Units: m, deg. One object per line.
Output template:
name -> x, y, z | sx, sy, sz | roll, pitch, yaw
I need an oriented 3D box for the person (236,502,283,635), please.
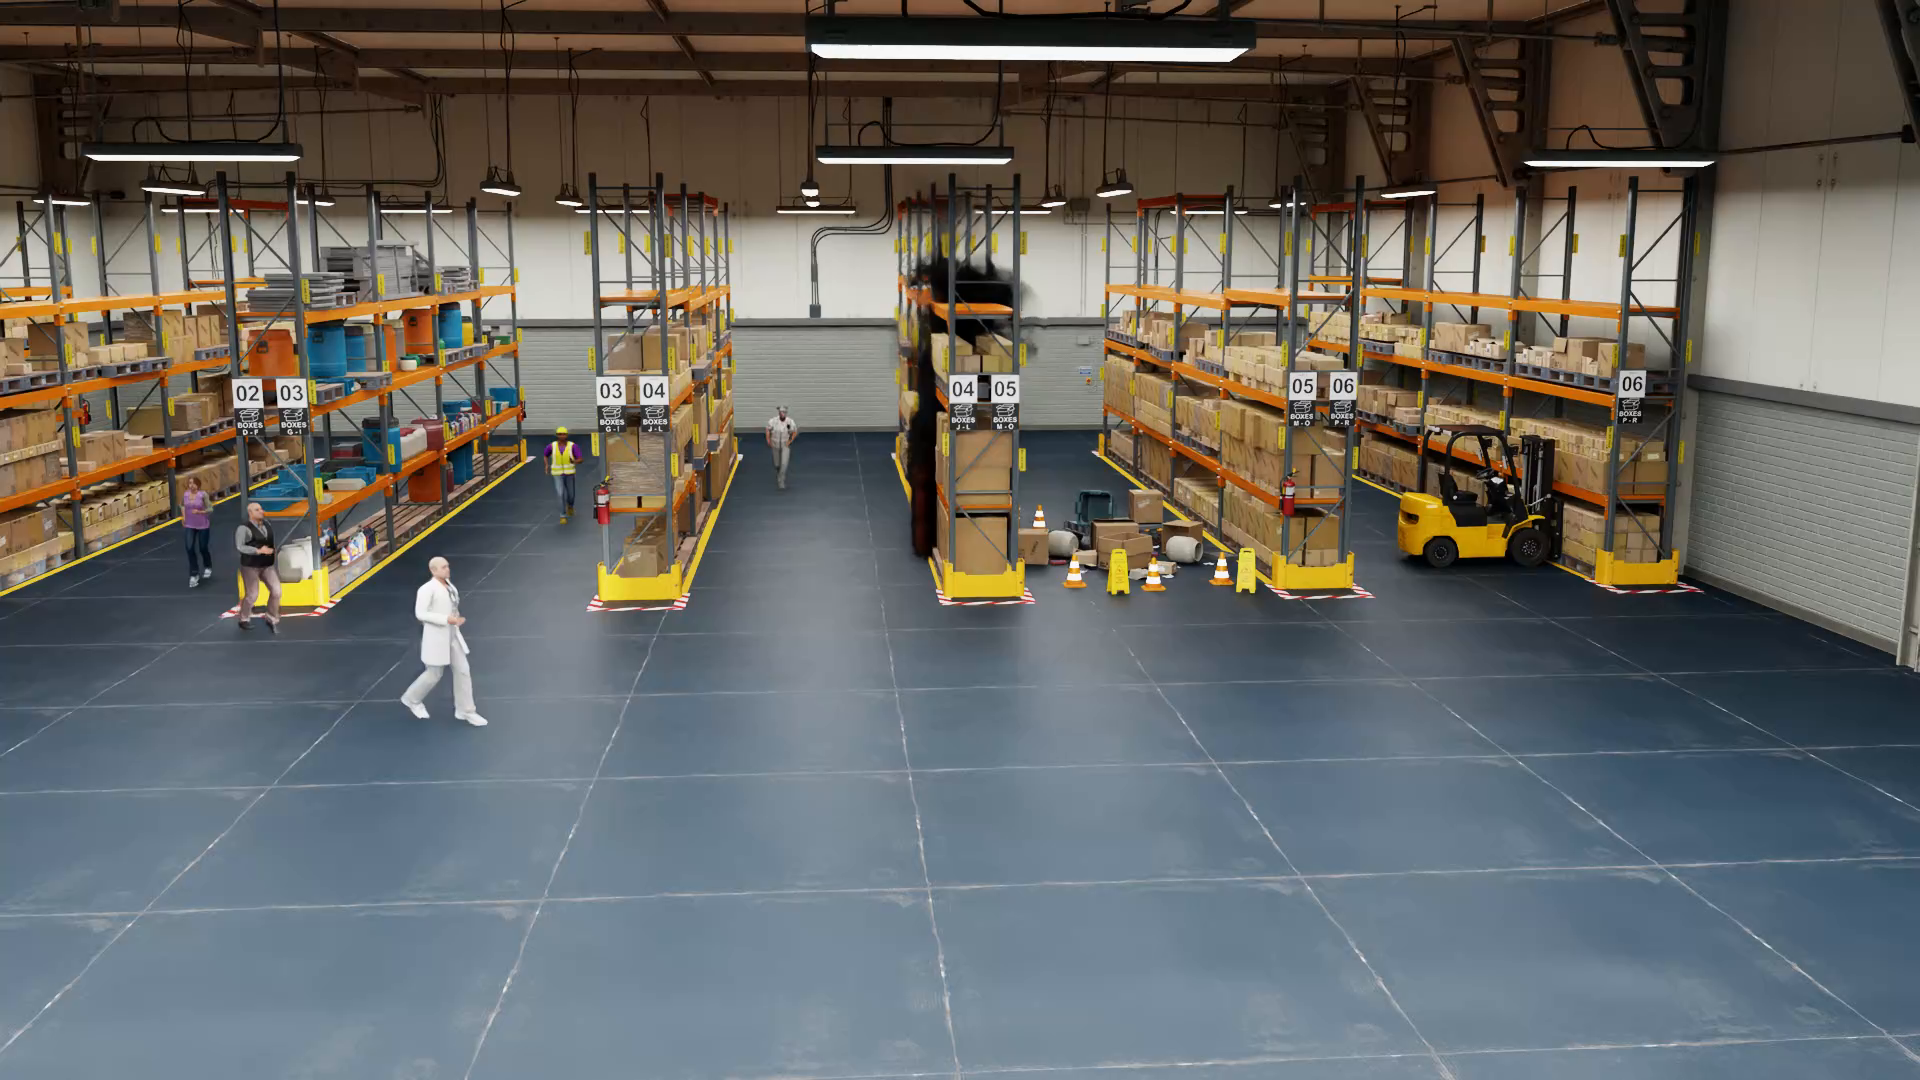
person -> -9.118, 0.397, 21.654 | 0.751, 1.803, 0.674 | 6, 12, 29

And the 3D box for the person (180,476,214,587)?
person -> -11.437, -0.147, 24.937 | 0.521, 1.621, 0.698 | -2, 10, -11

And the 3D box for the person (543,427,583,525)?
person -> -7.242, -1.197, 30.376 | 0.711, 1.747, 0.954 | -2, 10, -14

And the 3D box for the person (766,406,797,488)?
person -> -3.762, -1.987, 35.109 | 0.667, 1.744, 0.759 | -1, 10, -4

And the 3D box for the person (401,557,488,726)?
person -> -5.498, 1.065, 17.536 | 0.985, 1.801, 0.698 | 4, 11, 21
